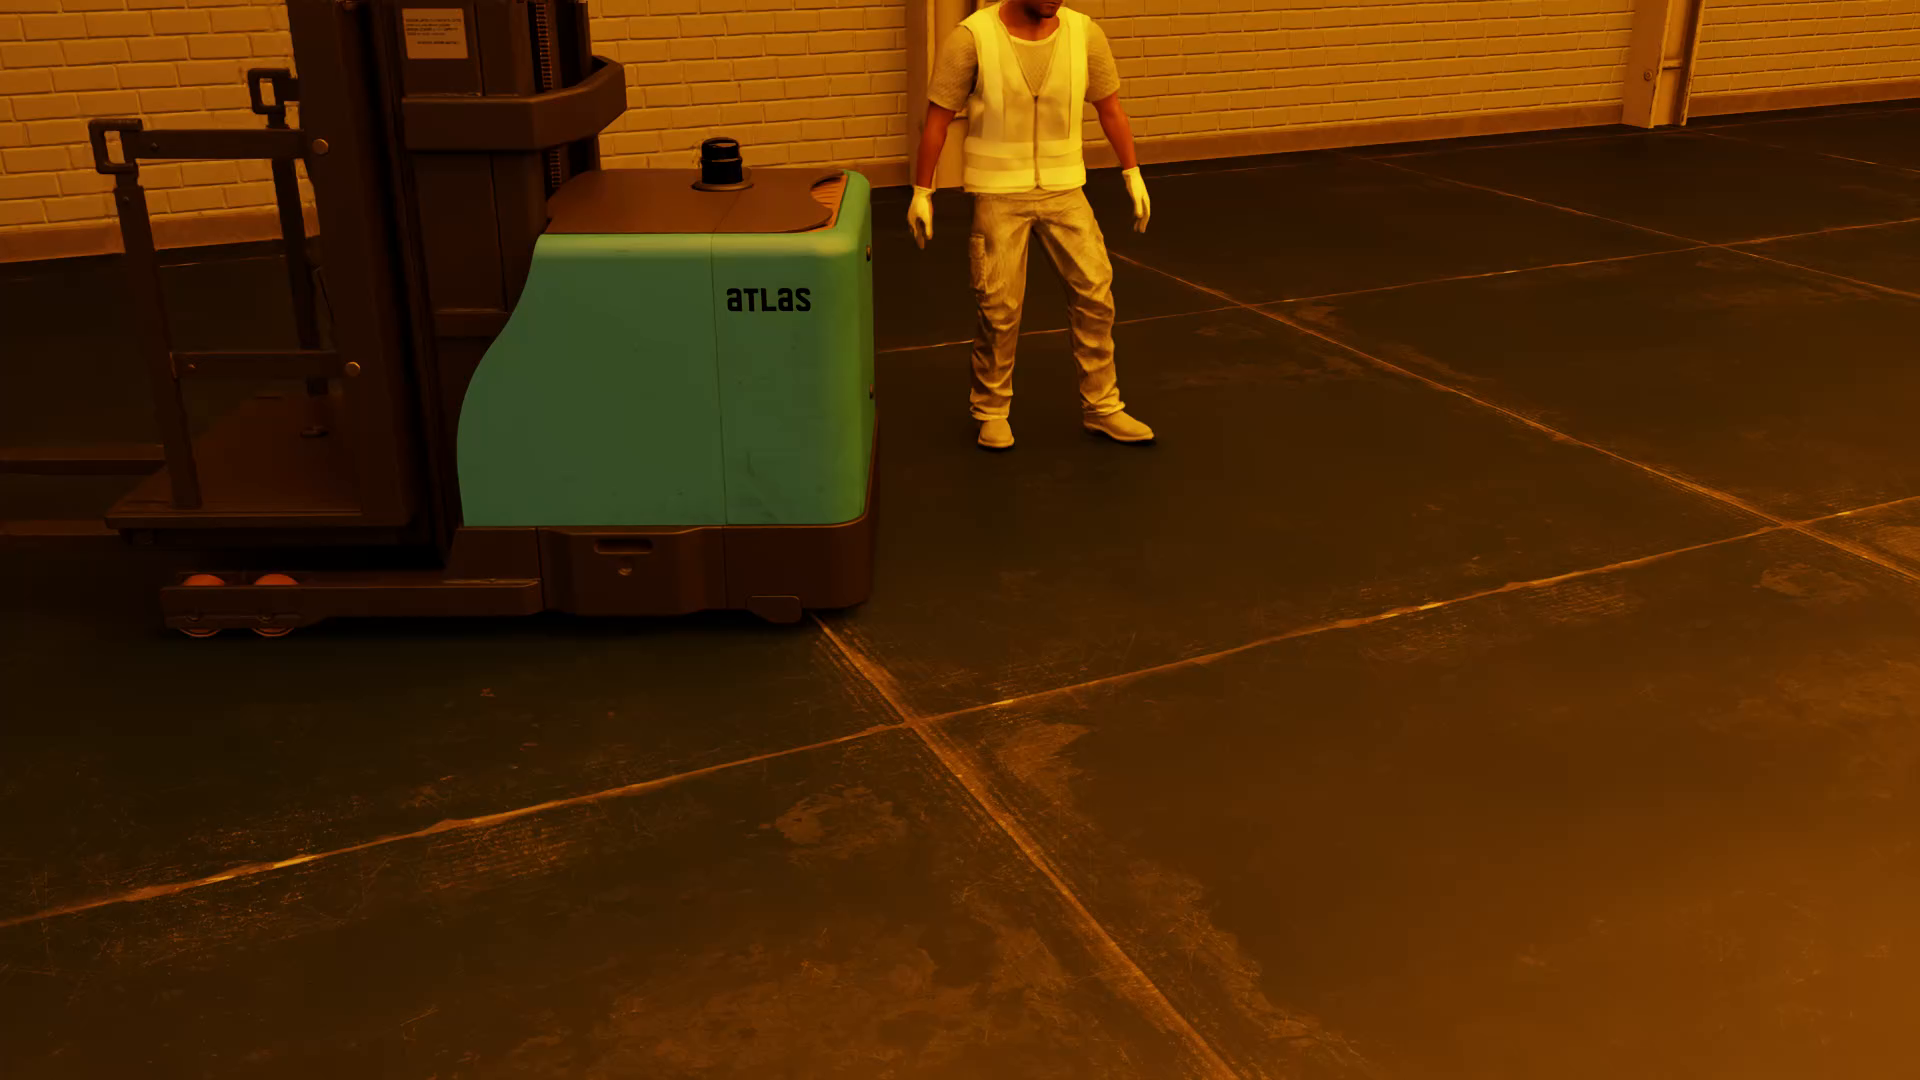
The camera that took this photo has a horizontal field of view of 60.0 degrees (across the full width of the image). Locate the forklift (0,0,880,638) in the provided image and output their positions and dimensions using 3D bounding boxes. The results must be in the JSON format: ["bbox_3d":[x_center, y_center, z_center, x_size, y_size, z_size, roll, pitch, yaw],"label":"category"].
[{"bbox_3d":[-1.766,-1.296,4.405,3.031,2.935,1.130,0,23,-1],"label":"forklift"}]

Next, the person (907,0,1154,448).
[{"bbox_3d":[0.251,-1.168,5.637,0.840,1.751,0.426,-6,23,-14],"label":"person"}]
